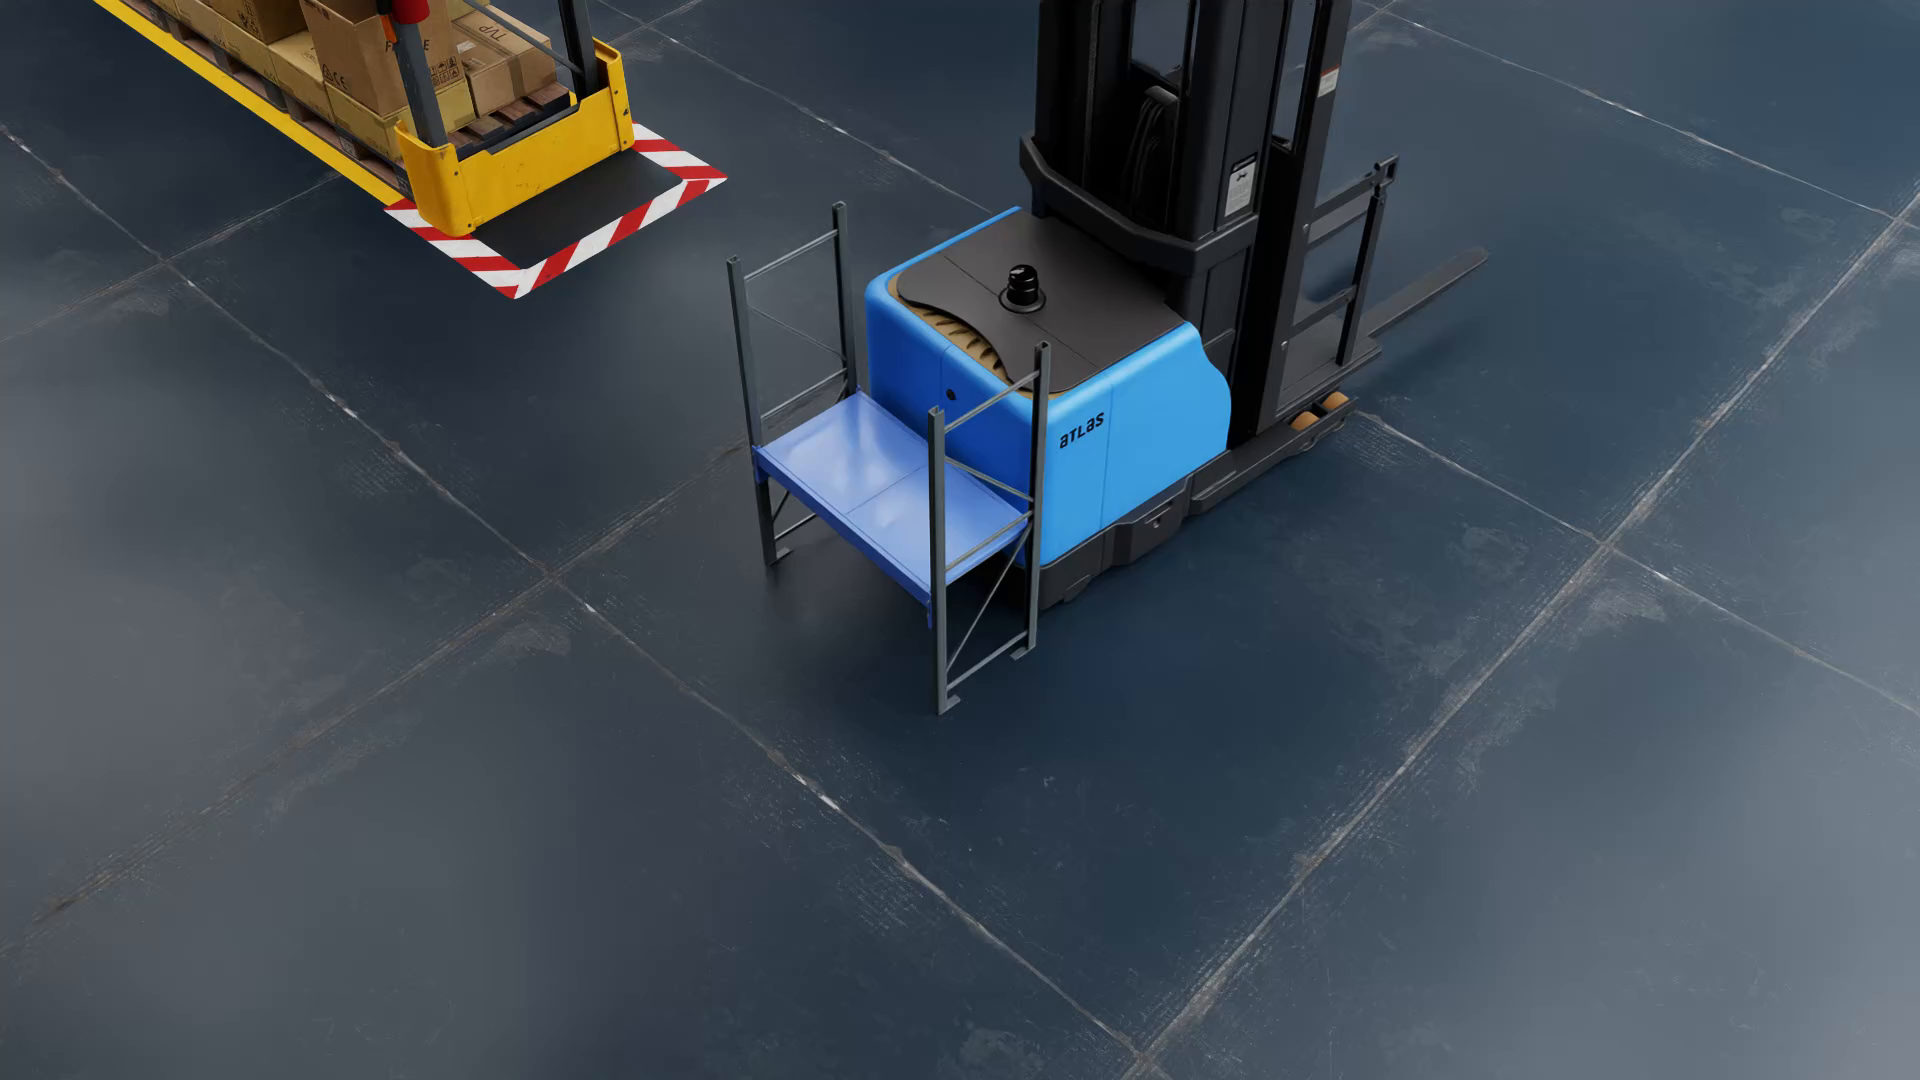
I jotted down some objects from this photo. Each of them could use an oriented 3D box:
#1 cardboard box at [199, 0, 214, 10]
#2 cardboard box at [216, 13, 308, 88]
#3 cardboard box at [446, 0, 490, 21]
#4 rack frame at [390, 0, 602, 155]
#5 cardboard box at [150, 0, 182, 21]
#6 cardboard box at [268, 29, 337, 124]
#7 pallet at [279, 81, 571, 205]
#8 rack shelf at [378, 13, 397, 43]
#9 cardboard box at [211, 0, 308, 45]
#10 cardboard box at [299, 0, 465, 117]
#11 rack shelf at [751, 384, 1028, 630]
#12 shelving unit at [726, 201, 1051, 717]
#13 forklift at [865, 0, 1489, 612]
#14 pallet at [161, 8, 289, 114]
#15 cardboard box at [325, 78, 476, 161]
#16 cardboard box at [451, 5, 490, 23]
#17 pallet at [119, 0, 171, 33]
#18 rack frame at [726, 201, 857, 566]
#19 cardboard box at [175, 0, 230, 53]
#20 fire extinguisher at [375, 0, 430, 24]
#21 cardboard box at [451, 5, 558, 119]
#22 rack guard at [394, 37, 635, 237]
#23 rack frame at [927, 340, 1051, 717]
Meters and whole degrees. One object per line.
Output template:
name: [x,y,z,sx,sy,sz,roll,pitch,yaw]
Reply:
cardboard box: [-3.923,-3.198,8.779,0.500,0.500,0.500,34,55,28]
cardboard box: [-3.554,-2.695,8.821,0.500,0.250,0.500,34,55,28]
cardboard box: [-2.828,-2.988,8.582,0.500,0.500,0.500,34,55,28]
rack frame: [-2.216,-2.898,7.414,0.127,3.000,1.000,34,55,28]
cardboard box: [-4.292,-3.187,9.283,0.500,0.250,0.500,34,55,28]
cardboard box: [-3.186,-2.449,8.589,0.500,0.250,0.500,34,55,28]
pallet: [-2.806,-2.300,8.764,1.213,0.211,1.003,34,55,28]
rack shelf: [-3.685,-3.641,8.604,4.000,0.370,1.077,34,55,28]
cardboard box: [-3.556,-2.950,8.546,0.500,0.500,0.500,34,55,28]
cardboard box: [-2.812,-2.463,8.089,0.500,0.500,0.500,34,55,28]
rack shelf: [-0.247,-0.143,6.102,0.538,0.185,1.000,-34,55,-27]
shelving unit: [-0.247,-0.266,5.971,0.538,1.500,1.048,-34,55,-27]
forklift: [1.080,-1.650,6.289,3.031,2.935,1.130,-32,54,-26]
pallet: [-3.698,-2.903,9.331,1.213,0.211,1.003,34,55,28]
cardboard box: [-2.810,-2.208,8.363,0.500,0.250,0.500,34,55,28]
cardboard box: [-2.829,-2.730,8.854,0.500,0.250,0.500,34,55,28]
pallet: [-4.599,-3.506,9.897,1.213,0.211,1.003,34,55,28]
rack frame: [-0.590,-0.540,6.228,0.500,1.500,0.032,-34,55,-27]
cardboard box: [-3.921,-2.943,9.054,0.500,0.250,0.500,34,55,28]
fire extinguisher: [-2.444,-2.565,7.153,0.183,0.674,0.296,34,55,28]
cardboard box: [-2.459,-2.485,8.624,0.500,0.250,0.500,34,55,28]
rack guard: [-2.198,-2.031,8.314,0.348,0.500,1.175,34,55,28]
rack frame: [0.095,0.008,5.714,0.500,1.500,0.032,-34,55,-27]
